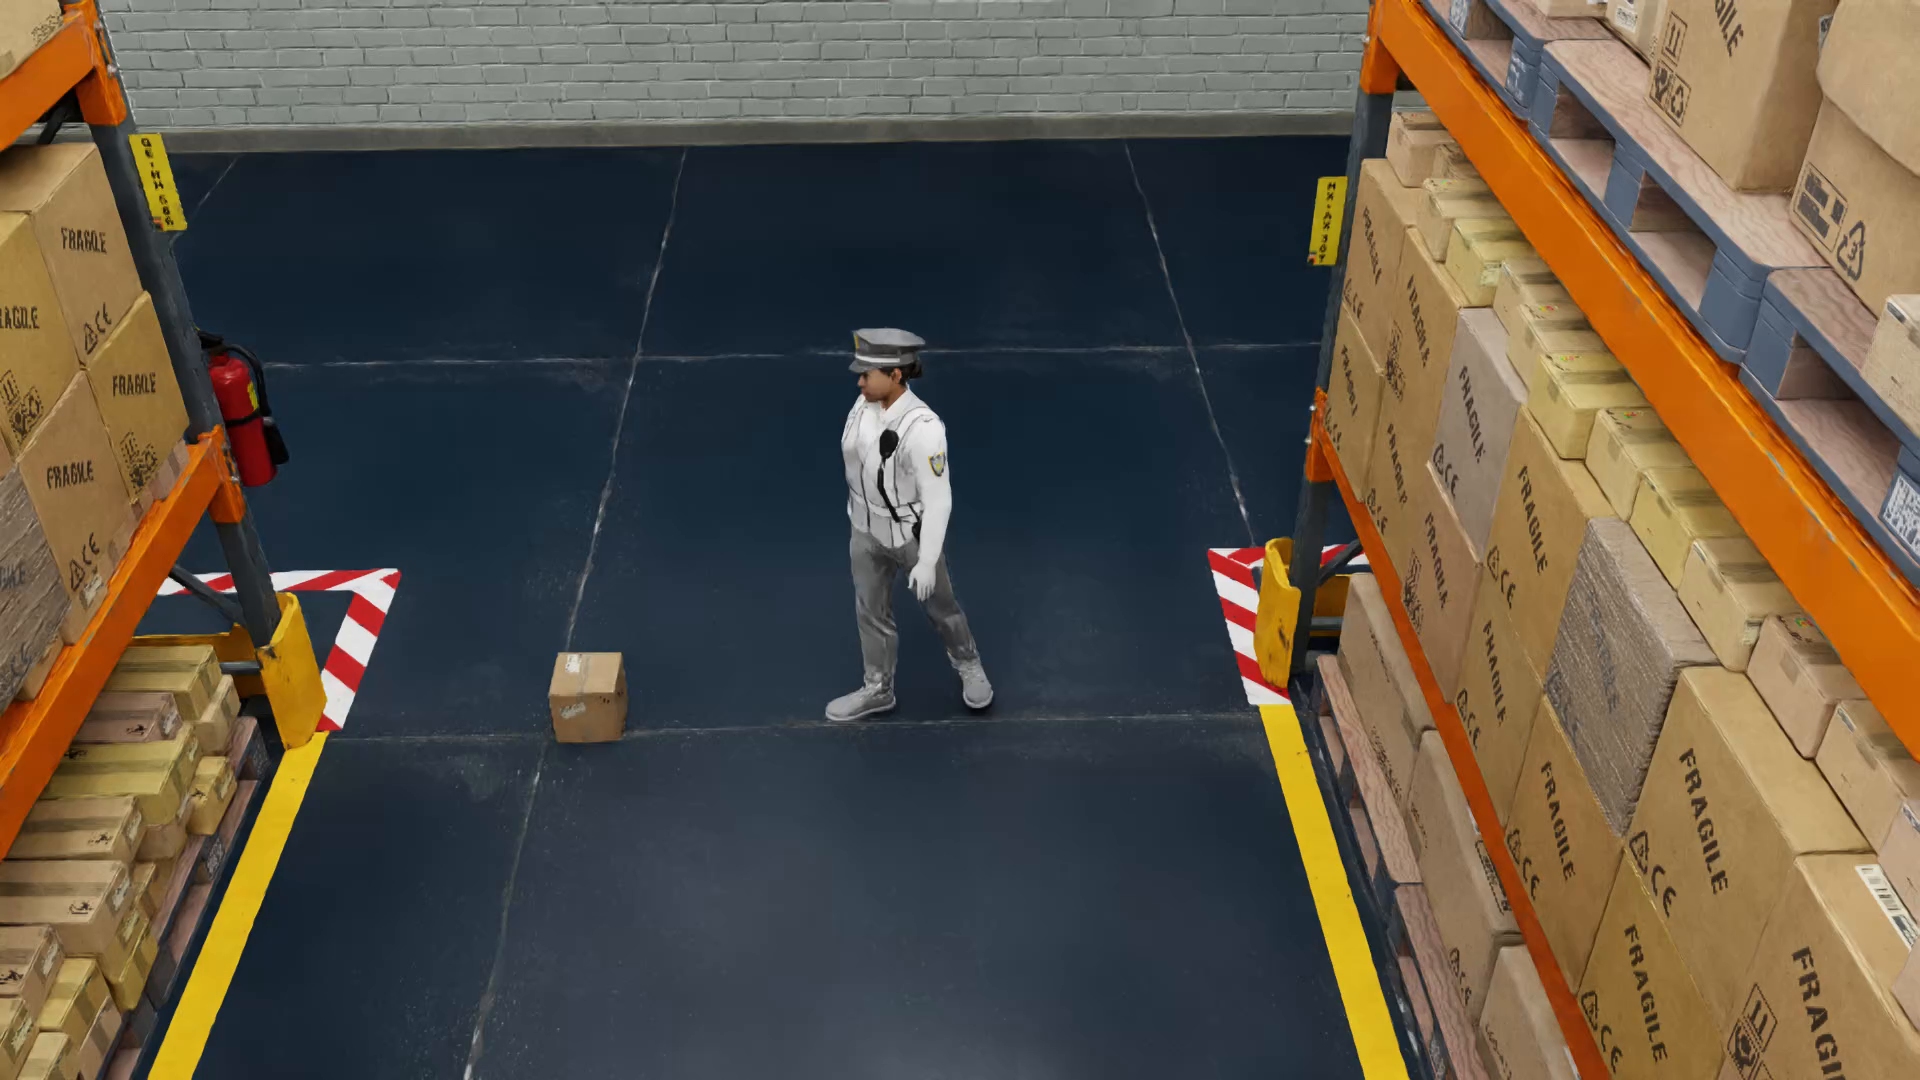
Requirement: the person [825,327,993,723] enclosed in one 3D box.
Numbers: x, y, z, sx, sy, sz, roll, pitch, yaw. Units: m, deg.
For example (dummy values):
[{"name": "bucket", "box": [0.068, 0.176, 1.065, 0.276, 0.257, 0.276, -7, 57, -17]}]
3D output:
[{"name": "person", "box": [-0.208, -0.043, 6.196, 0.574, 1.673, 0.623, 29, 45, 34]}]
